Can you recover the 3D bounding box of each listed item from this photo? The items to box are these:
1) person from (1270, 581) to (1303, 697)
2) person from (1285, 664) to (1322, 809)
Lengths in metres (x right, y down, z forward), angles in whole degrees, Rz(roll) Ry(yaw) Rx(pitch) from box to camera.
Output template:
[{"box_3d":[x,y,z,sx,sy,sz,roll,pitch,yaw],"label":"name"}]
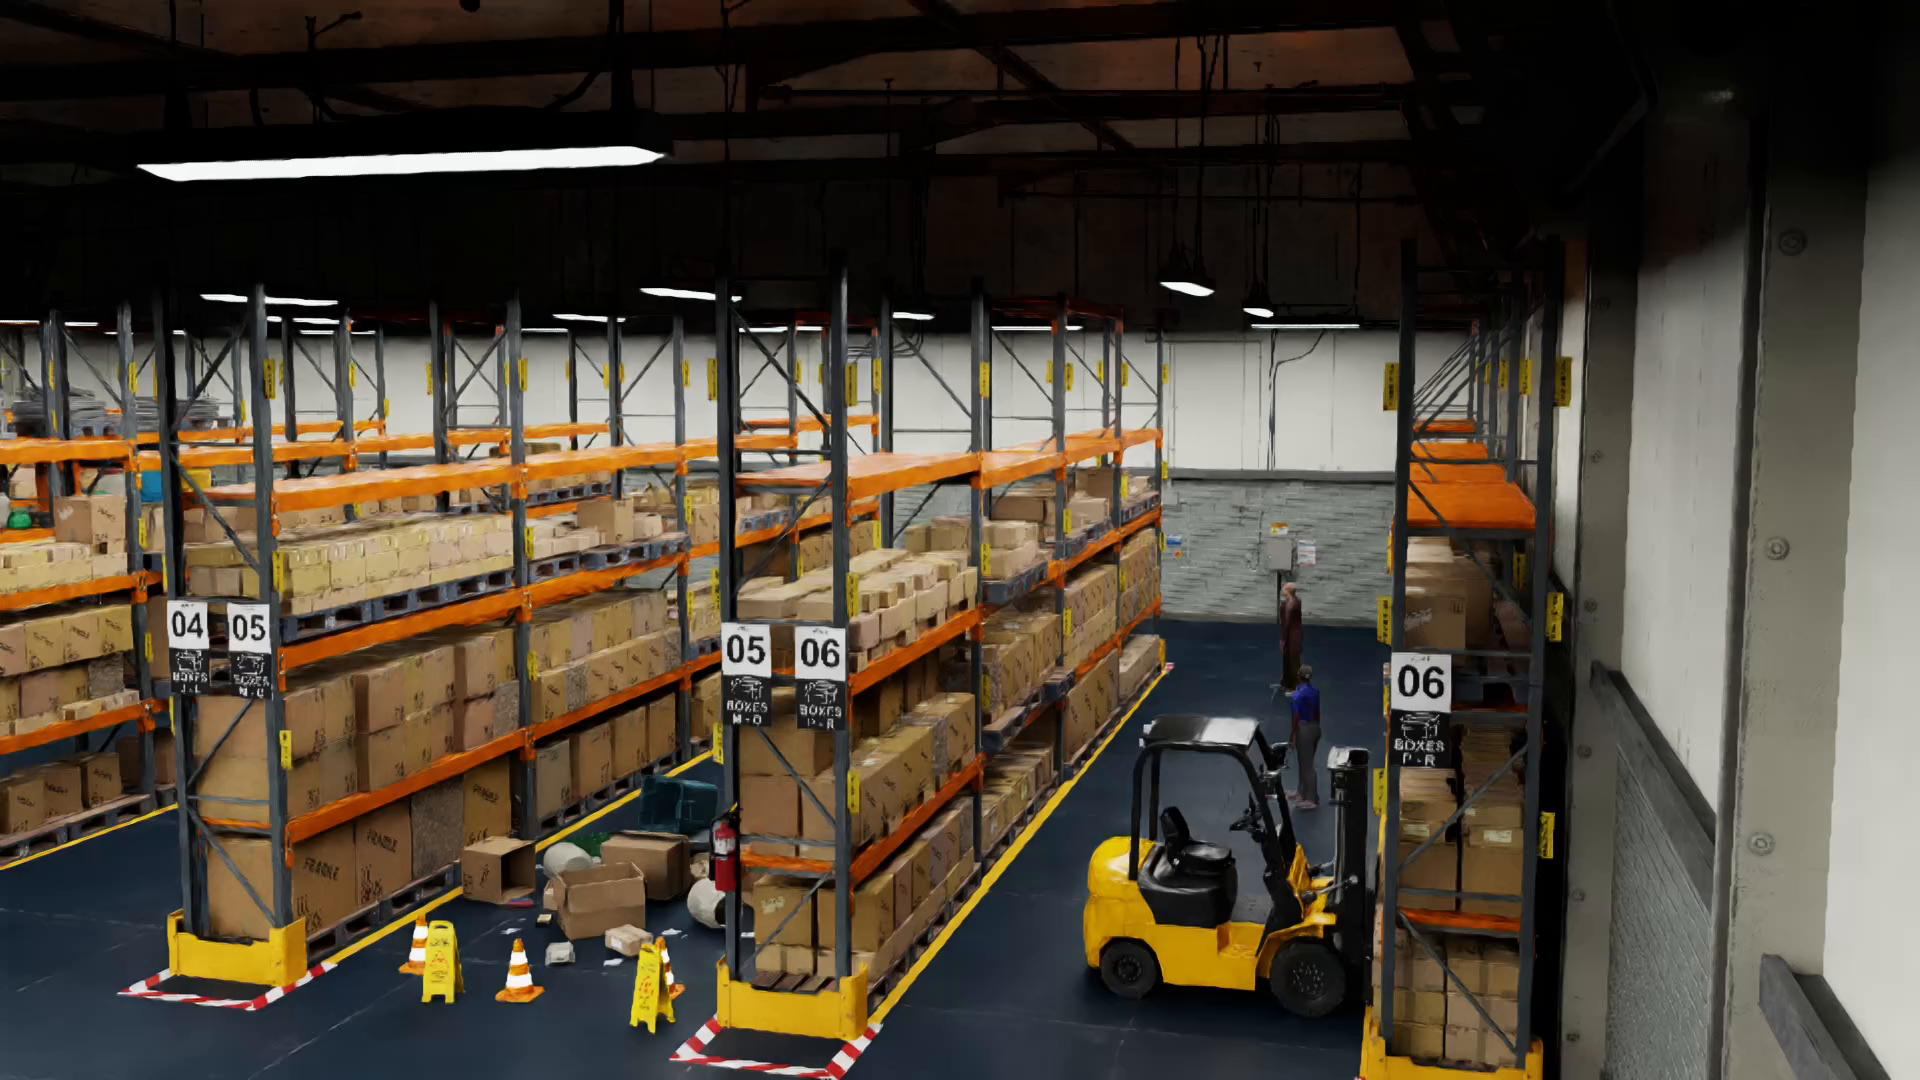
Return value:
[{"box_3d":[5.121,1.523,25.920,0.638,1.771,0.709,3,7,24],"label":"person"},{"box_3d":[4.024,2.271,19.513,0.555,1.650,0.588,5,8,38],"label":"person"}]
